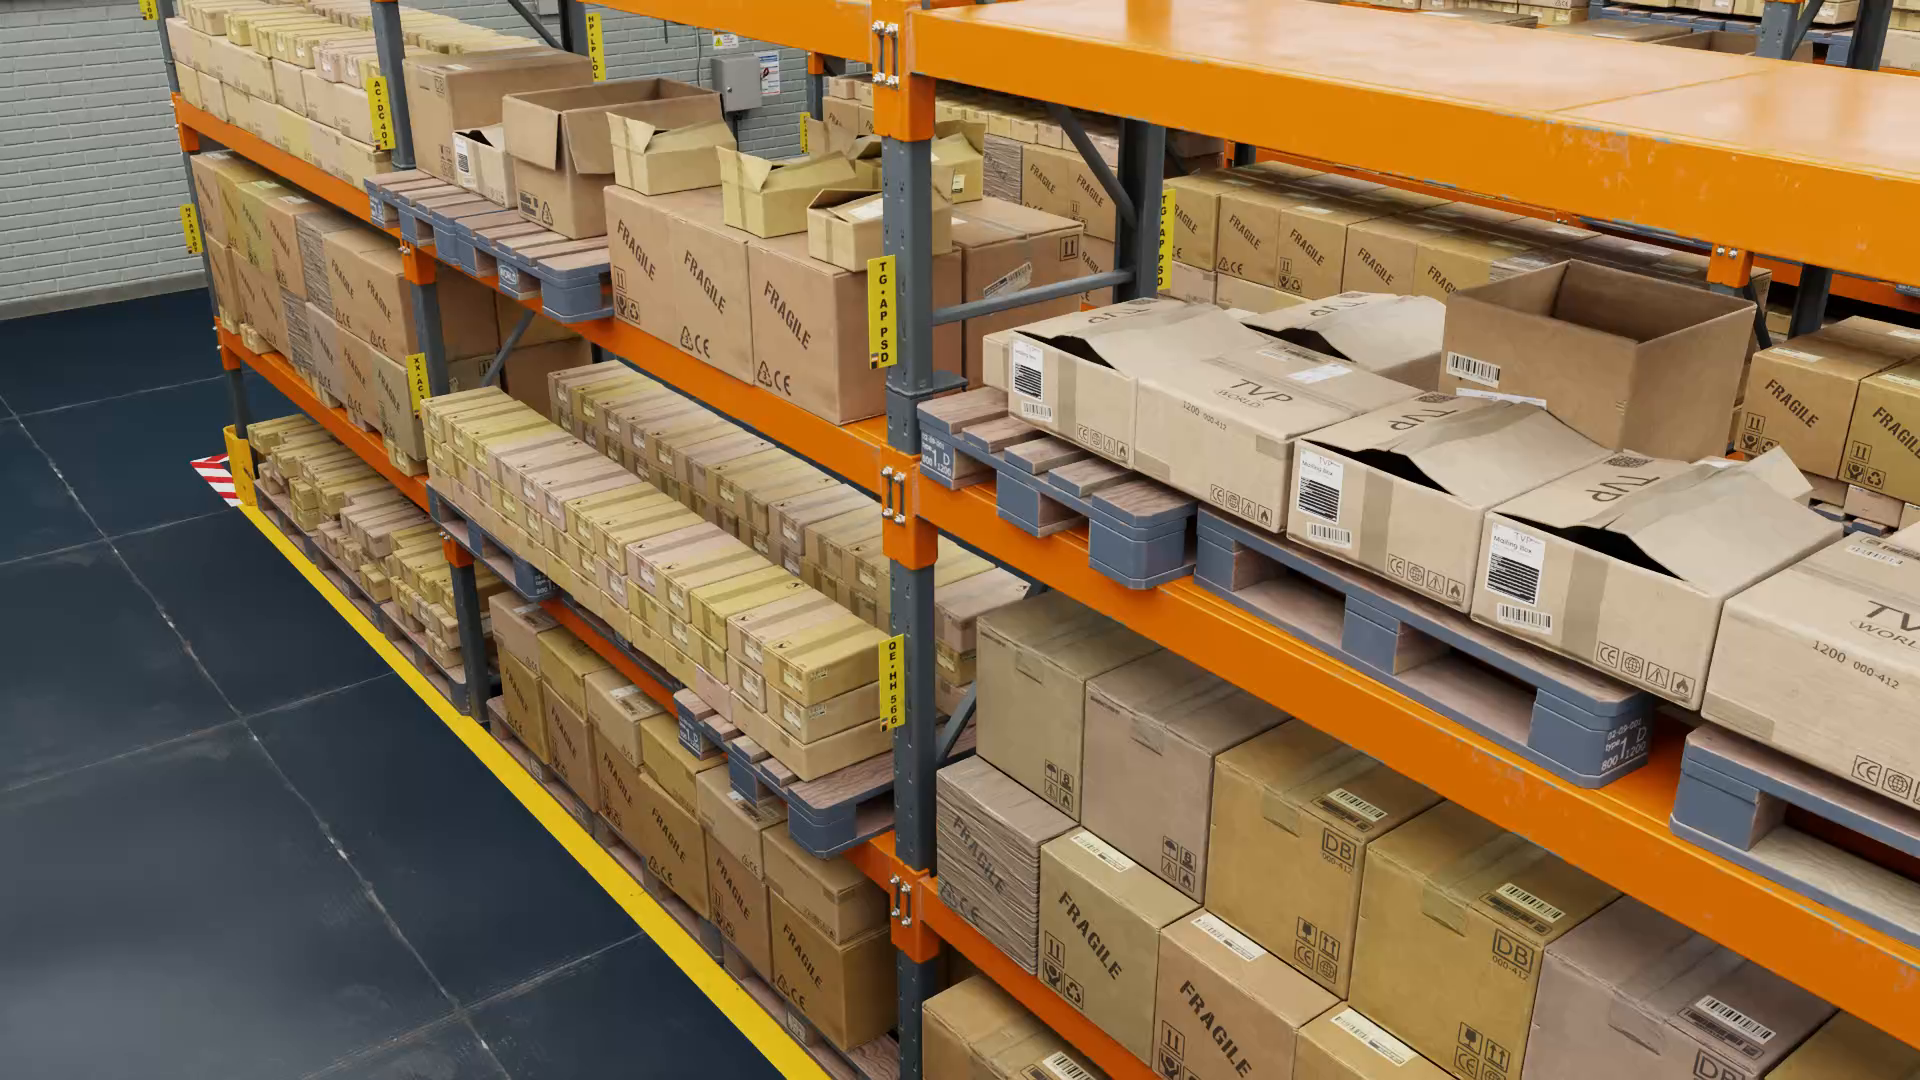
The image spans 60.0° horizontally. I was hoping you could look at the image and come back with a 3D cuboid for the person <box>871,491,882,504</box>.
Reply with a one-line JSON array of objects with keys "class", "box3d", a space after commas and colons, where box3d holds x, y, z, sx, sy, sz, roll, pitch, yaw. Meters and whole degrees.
[{"class": "person", "box3d": [-0.349, -0.434, 10.101, 0.530, 1.829, 0.368, -17, 30, -33]}]
